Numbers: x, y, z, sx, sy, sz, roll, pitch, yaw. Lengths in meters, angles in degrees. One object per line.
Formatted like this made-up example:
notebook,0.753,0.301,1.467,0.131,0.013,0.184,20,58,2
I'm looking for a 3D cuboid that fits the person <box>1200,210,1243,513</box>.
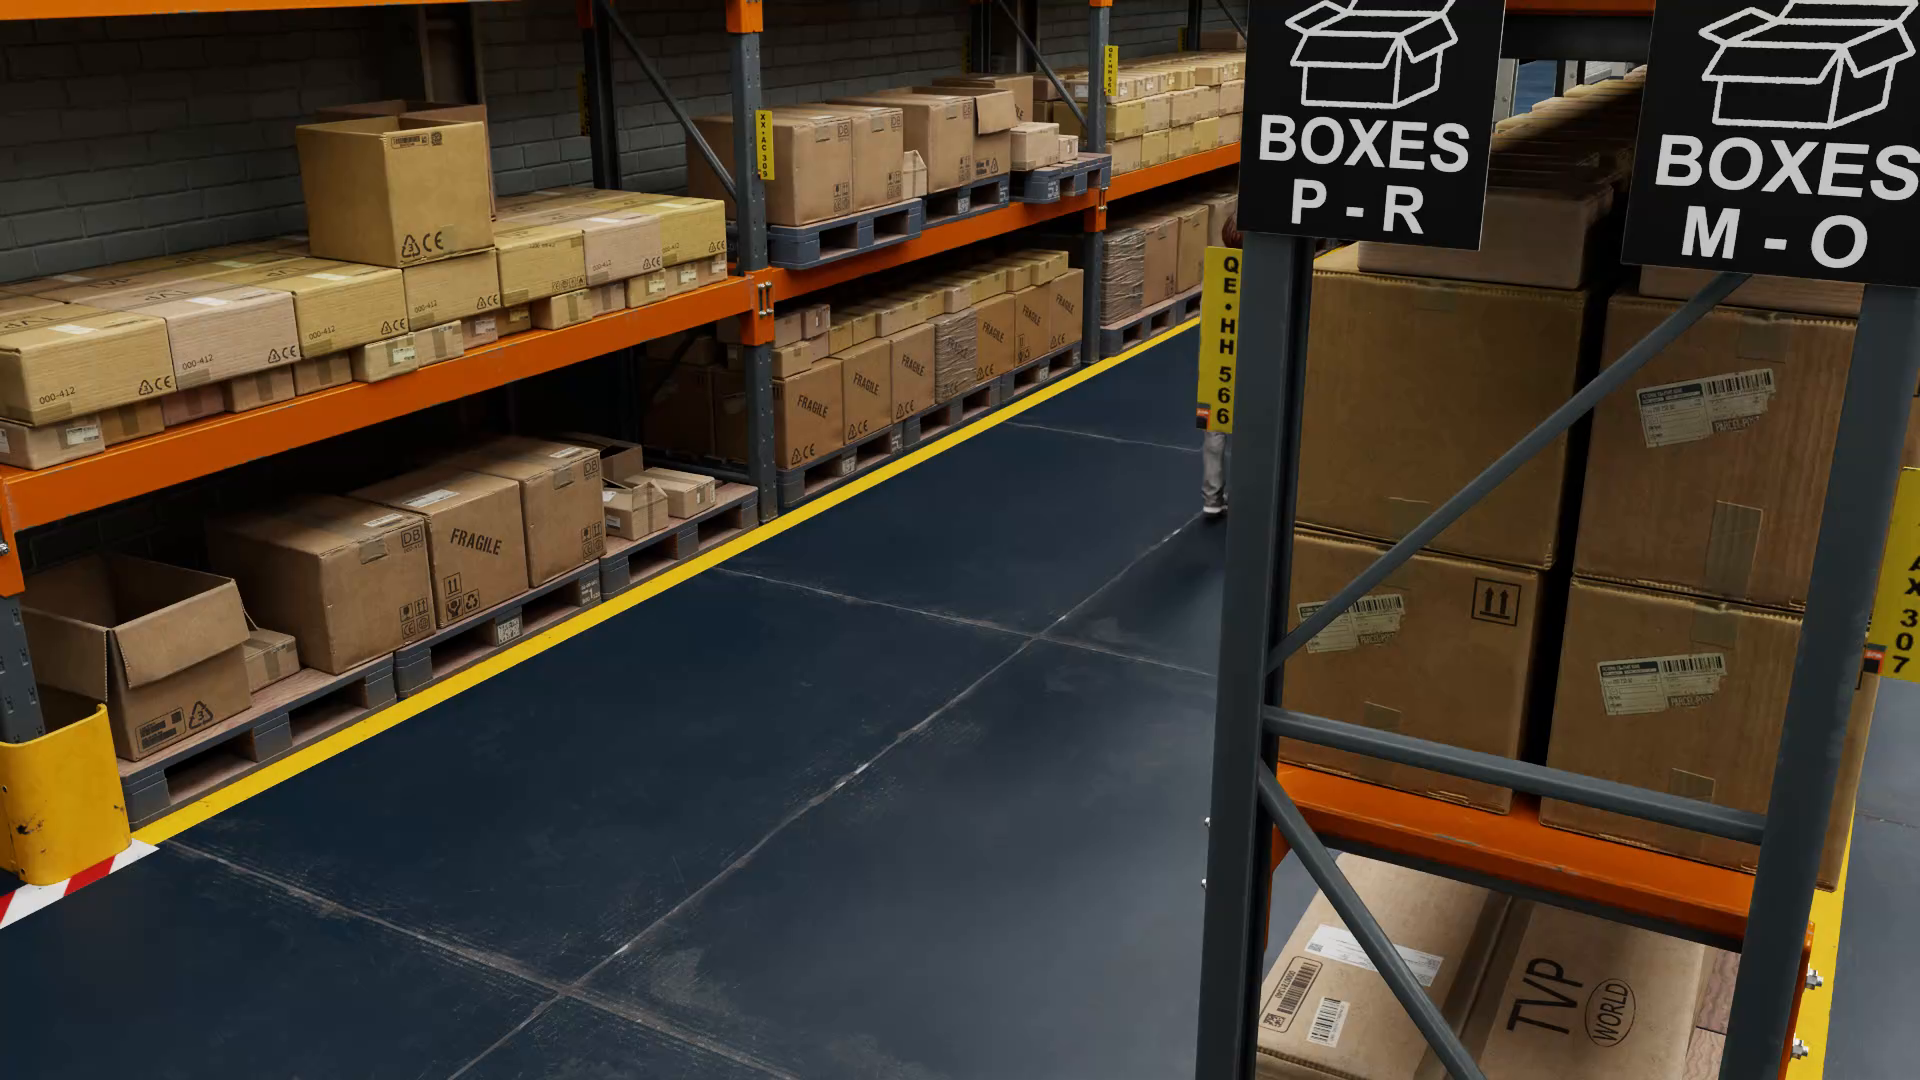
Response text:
person,1.451,-0.924,8.700,0.427,1.602,0.755,8,21,22
